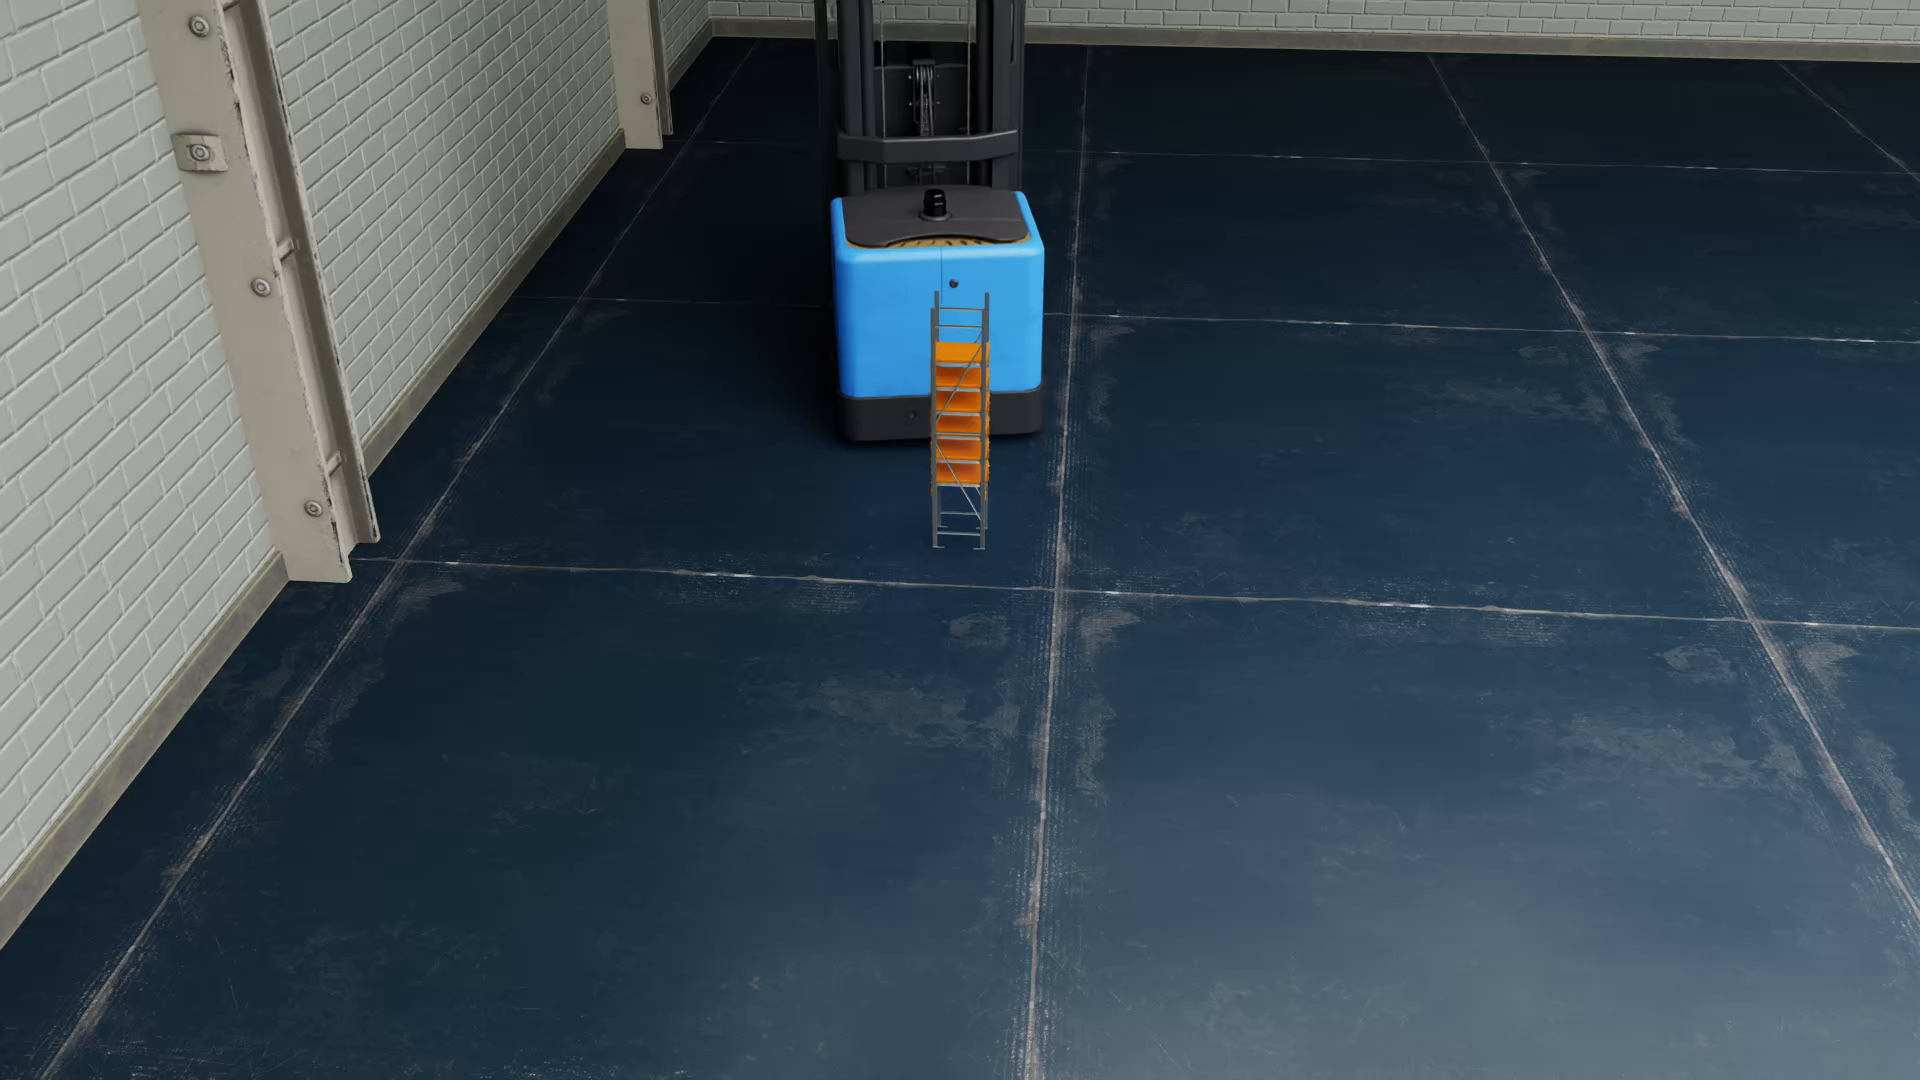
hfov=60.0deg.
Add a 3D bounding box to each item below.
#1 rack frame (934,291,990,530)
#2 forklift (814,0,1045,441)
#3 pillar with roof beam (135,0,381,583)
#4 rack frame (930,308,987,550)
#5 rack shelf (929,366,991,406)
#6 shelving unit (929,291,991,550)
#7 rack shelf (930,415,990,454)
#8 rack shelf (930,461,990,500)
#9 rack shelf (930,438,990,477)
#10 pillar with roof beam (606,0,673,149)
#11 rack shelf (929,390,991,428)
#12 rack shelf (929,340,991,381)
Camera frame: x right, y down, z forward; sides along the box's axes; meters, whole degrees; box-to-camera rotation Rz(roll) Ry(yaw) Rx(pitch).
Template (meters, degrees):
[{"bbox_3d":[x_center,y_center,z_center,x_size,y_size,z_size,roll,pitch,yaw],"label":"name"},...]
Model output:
[{"bbox_3d":[0.009,-0.566,7.525,0.240,1.200,0.006,2,32,4],"label":"rack frame"},{"bbox_3d":[-0.232,-2.500,9.012,1.130,2.935,3.031,-3,32,-5],"label":"forklift"},{"bbox_3d":[1.414,-3.566,4.959,9.100,9.000,0.400,2,32,4],"label":"pillar with roof beam"},{"bbox_3d":[-0.006,-0.471,7.370,0.240,1.200,0.006,2,32,4],"label":"rack frame"},{"bbox_3d":[0.001,-0.685,7.345,0.258,0.103,0.180,2,32,4],"label":"rack shelf"},{"bbox_3d":[0.001,-0.518,7.447,0.258,1.200,0.189,2,32,4],"label":"shelving unit"},{"bbox_3d":[0.001,-0.481,7.471,0.258,0.103,0.180,2,32,4],"label":"rack shelf"},{"bbox_3d":[0.001,-0.276,7.597,0.258,0.103,0.180,2,32,4],"label":"rack shelf"},{"bbox_3d":[0.001,-0.378,7.534,0.258,0.103,0.180,2,32,4],"label":"rack shelf"},{"bbox_3d":[1.903,-6.703,10.050,9.100,9.000,0.400,2,32,4],"label":"pillar with roof beam"},{"bbox_3d":[0.001,-0.583,7.408,0.258,0.103,0.180,2,32,4],"label":"rack shelf"},{"bbox_3d":[0.001,-0.787,7.282,0.258,0.103,0.180,2,32,4],"label":"rack shelf"}]
